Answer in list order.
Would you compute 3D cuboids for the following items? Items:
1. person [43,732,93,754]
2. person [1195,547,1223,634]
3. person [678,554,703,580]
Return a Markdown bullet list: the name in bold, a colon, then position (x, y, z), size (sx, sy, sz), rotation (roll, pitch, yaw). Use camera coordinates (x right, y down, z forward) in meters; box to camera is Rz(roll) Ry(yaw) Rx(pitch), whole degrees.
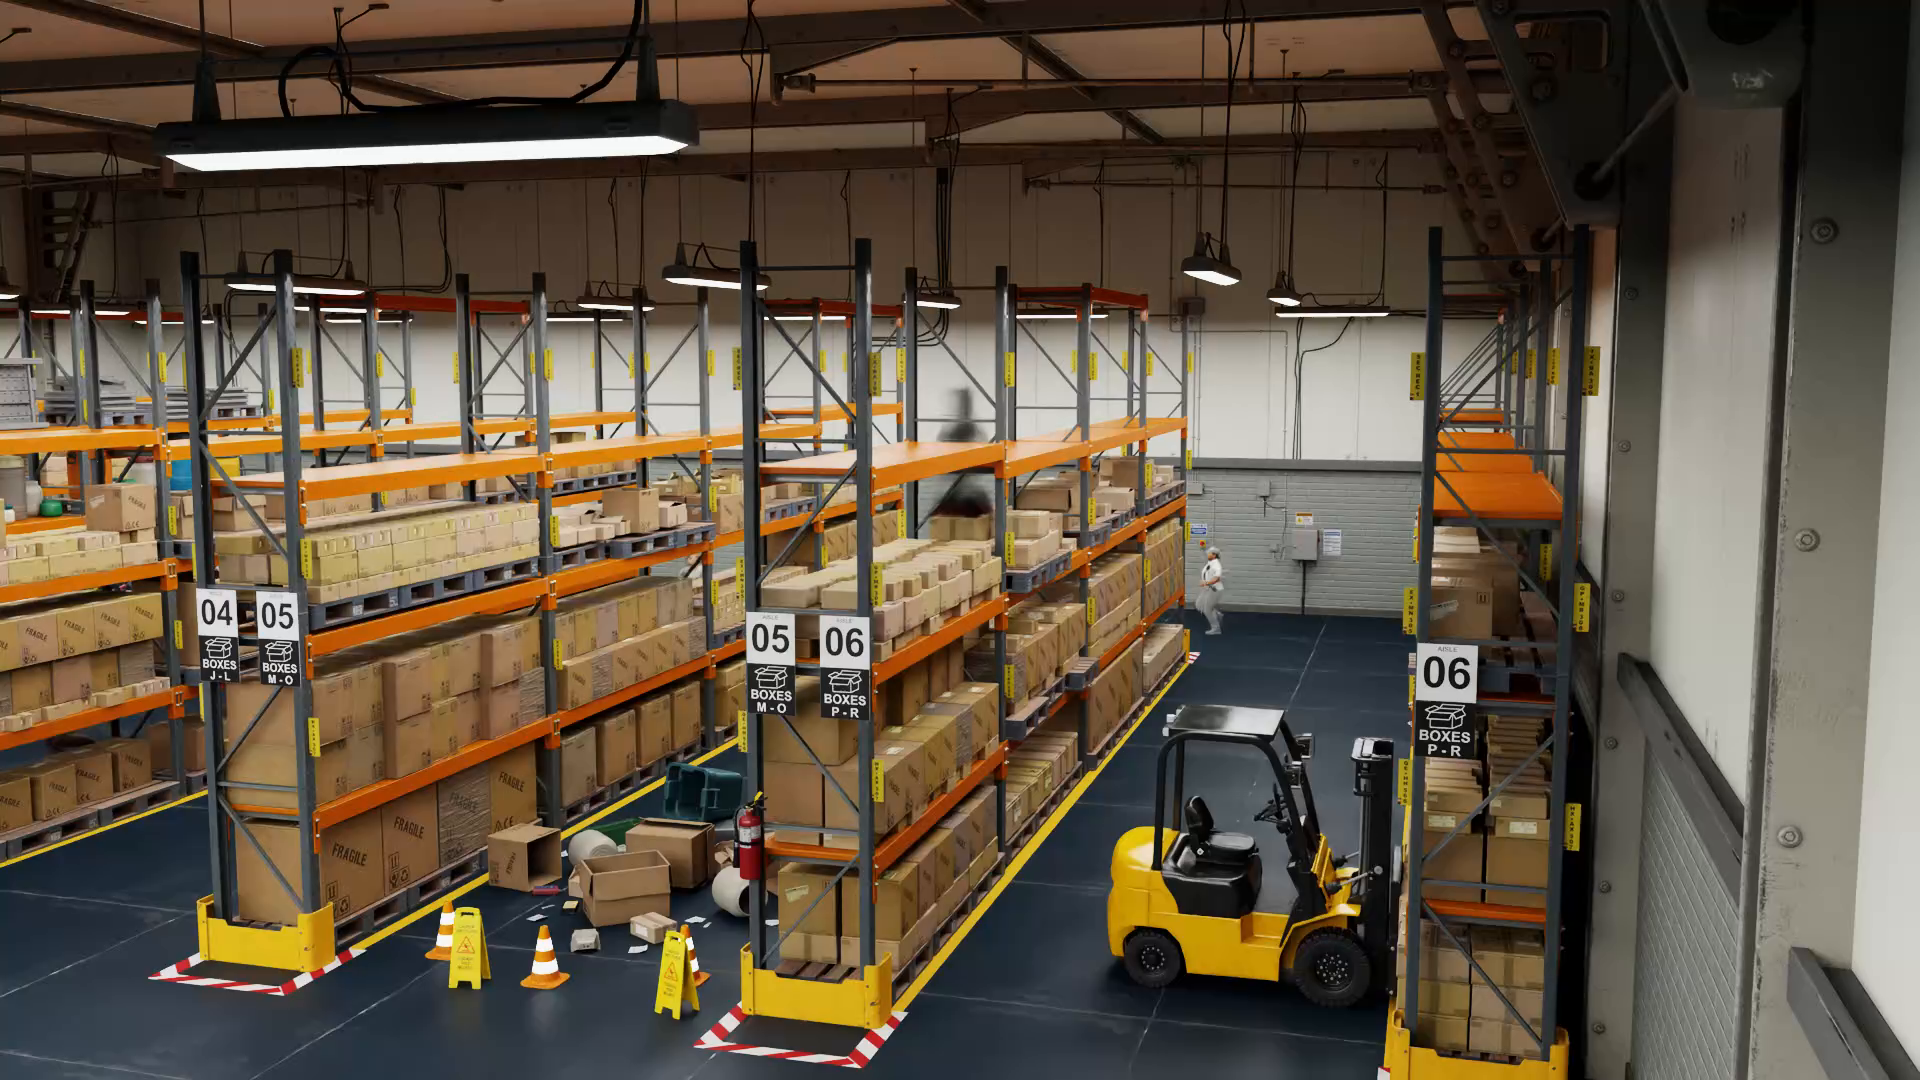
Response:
- **person**: position (-11.035, 2.057, 20.454), size (0.661, 1.682, 0.585), rotation (2, 7, 18)
- **person**: position (4.616, 0.930, 30.680), size (0.549, 1.619, 0.616), rotation (-1, 6, -6)
- **person**: position (-4.770, 1.038, 29.640), size (0.547, 1.620, 0.558), rotation (0, 6, 0)
